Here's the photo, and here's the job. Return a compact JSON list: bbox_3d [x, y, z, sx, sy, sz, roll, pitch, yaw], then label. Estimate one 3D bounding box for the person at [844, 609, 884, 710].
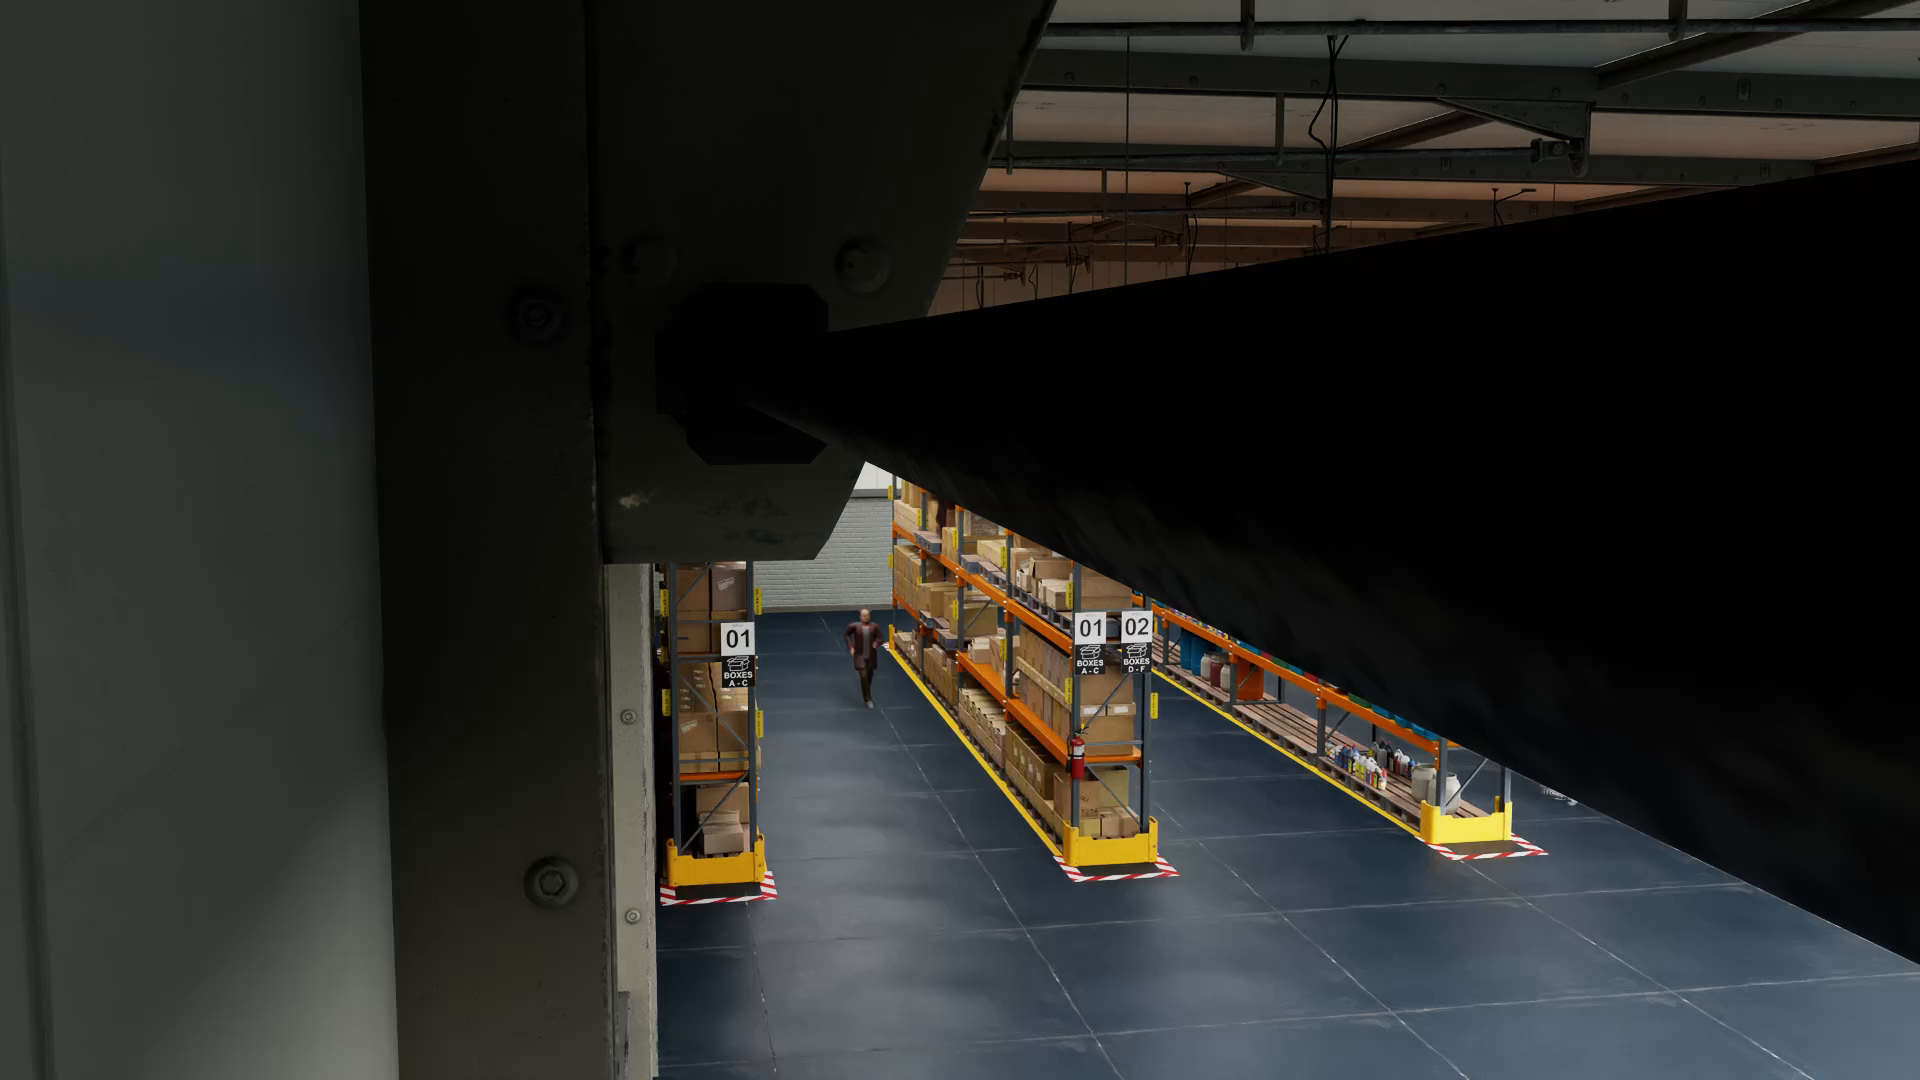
[{"bbox_3d":[-1.747,2.146,30.477,0.716,1.784,0.962,-1,6,-13],"label":"person"}]
